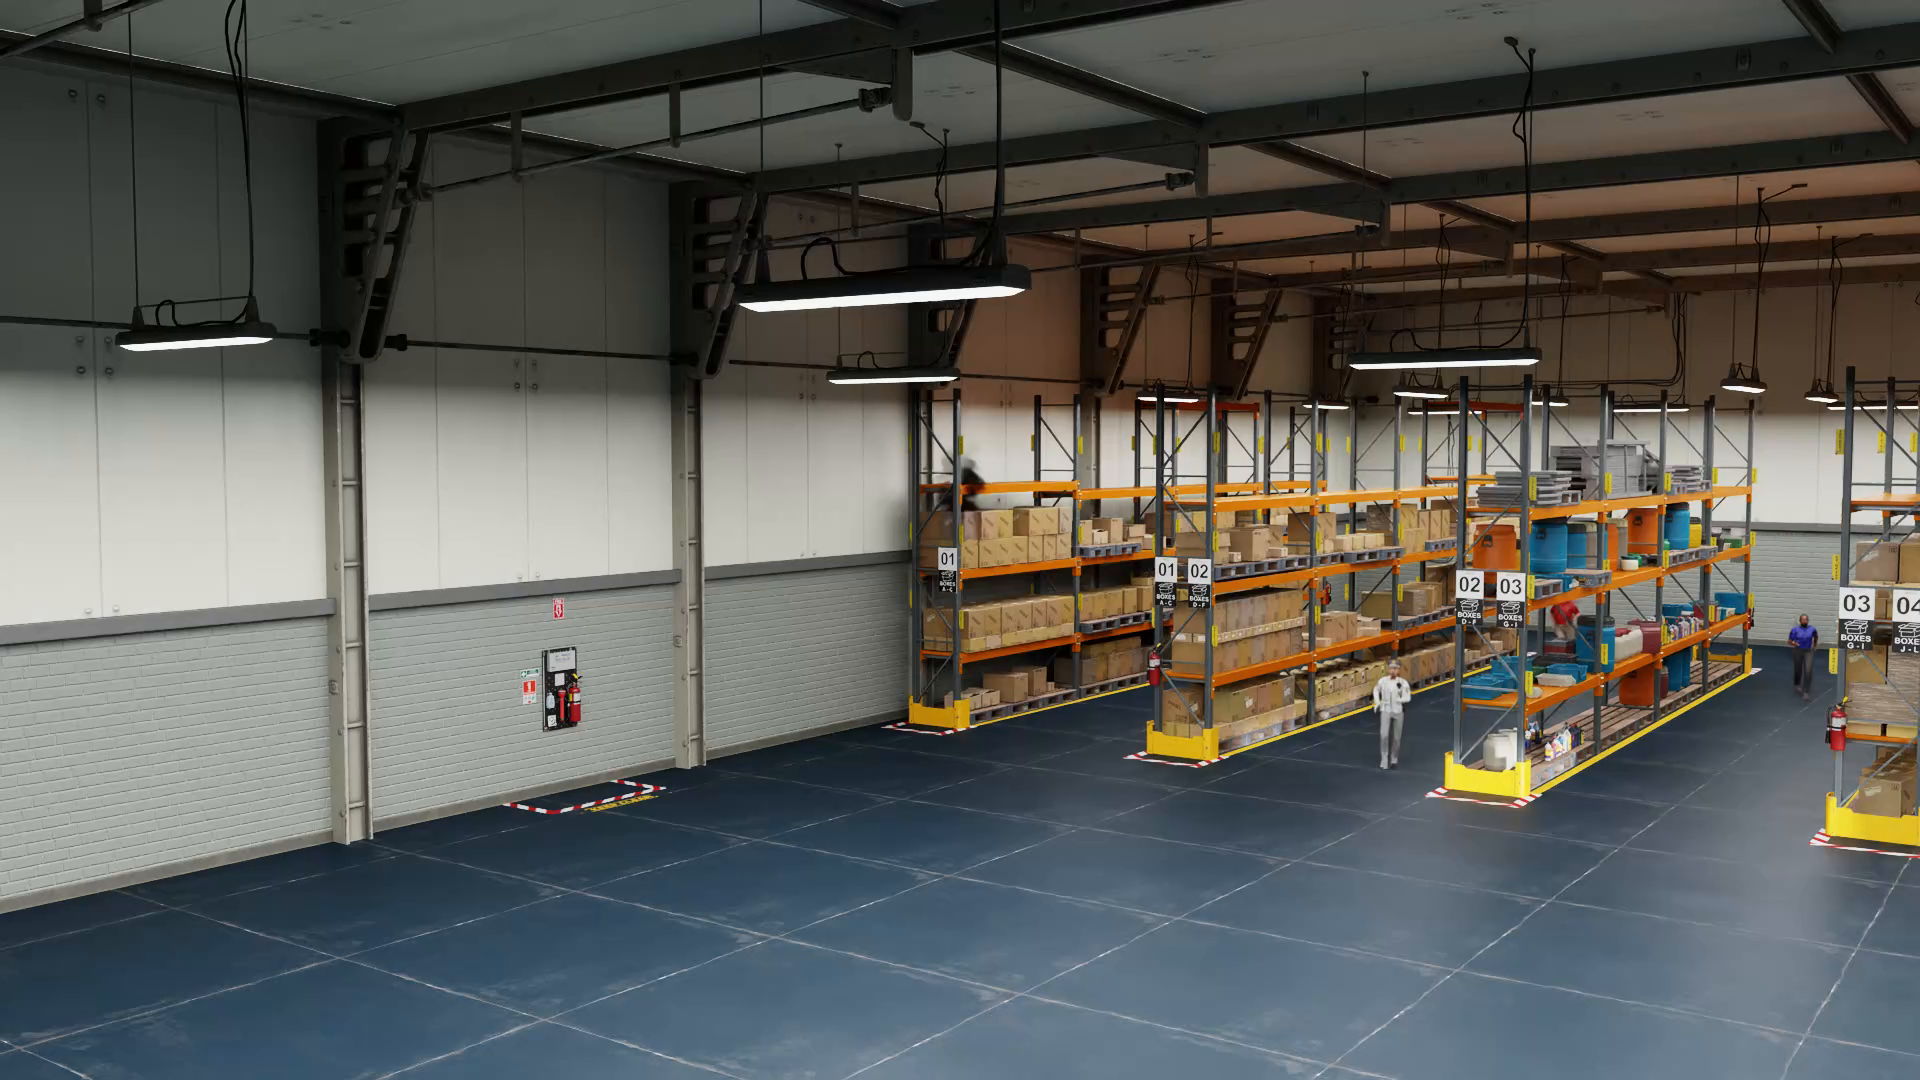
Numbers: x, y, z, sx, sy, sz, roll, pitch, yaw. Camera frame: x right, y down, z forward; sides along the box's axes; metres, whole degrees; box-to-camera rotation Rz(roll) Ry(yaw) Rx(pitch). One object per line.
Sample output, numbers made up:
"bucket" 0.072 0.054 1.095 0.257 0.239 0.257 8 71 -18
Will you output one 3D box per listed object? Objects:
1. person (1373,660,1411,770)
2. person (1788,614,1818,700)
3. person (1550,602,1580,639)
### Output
"person" 6.664 2.696 25.676 0.578 1.707 0.681 1 3 16
"person" 16.753 2.295 33.056 0.552 1.676 0.895 1 4 23
"person" 13.639 2.026 37.538 0.673 1.725 0.806 2 4 30
